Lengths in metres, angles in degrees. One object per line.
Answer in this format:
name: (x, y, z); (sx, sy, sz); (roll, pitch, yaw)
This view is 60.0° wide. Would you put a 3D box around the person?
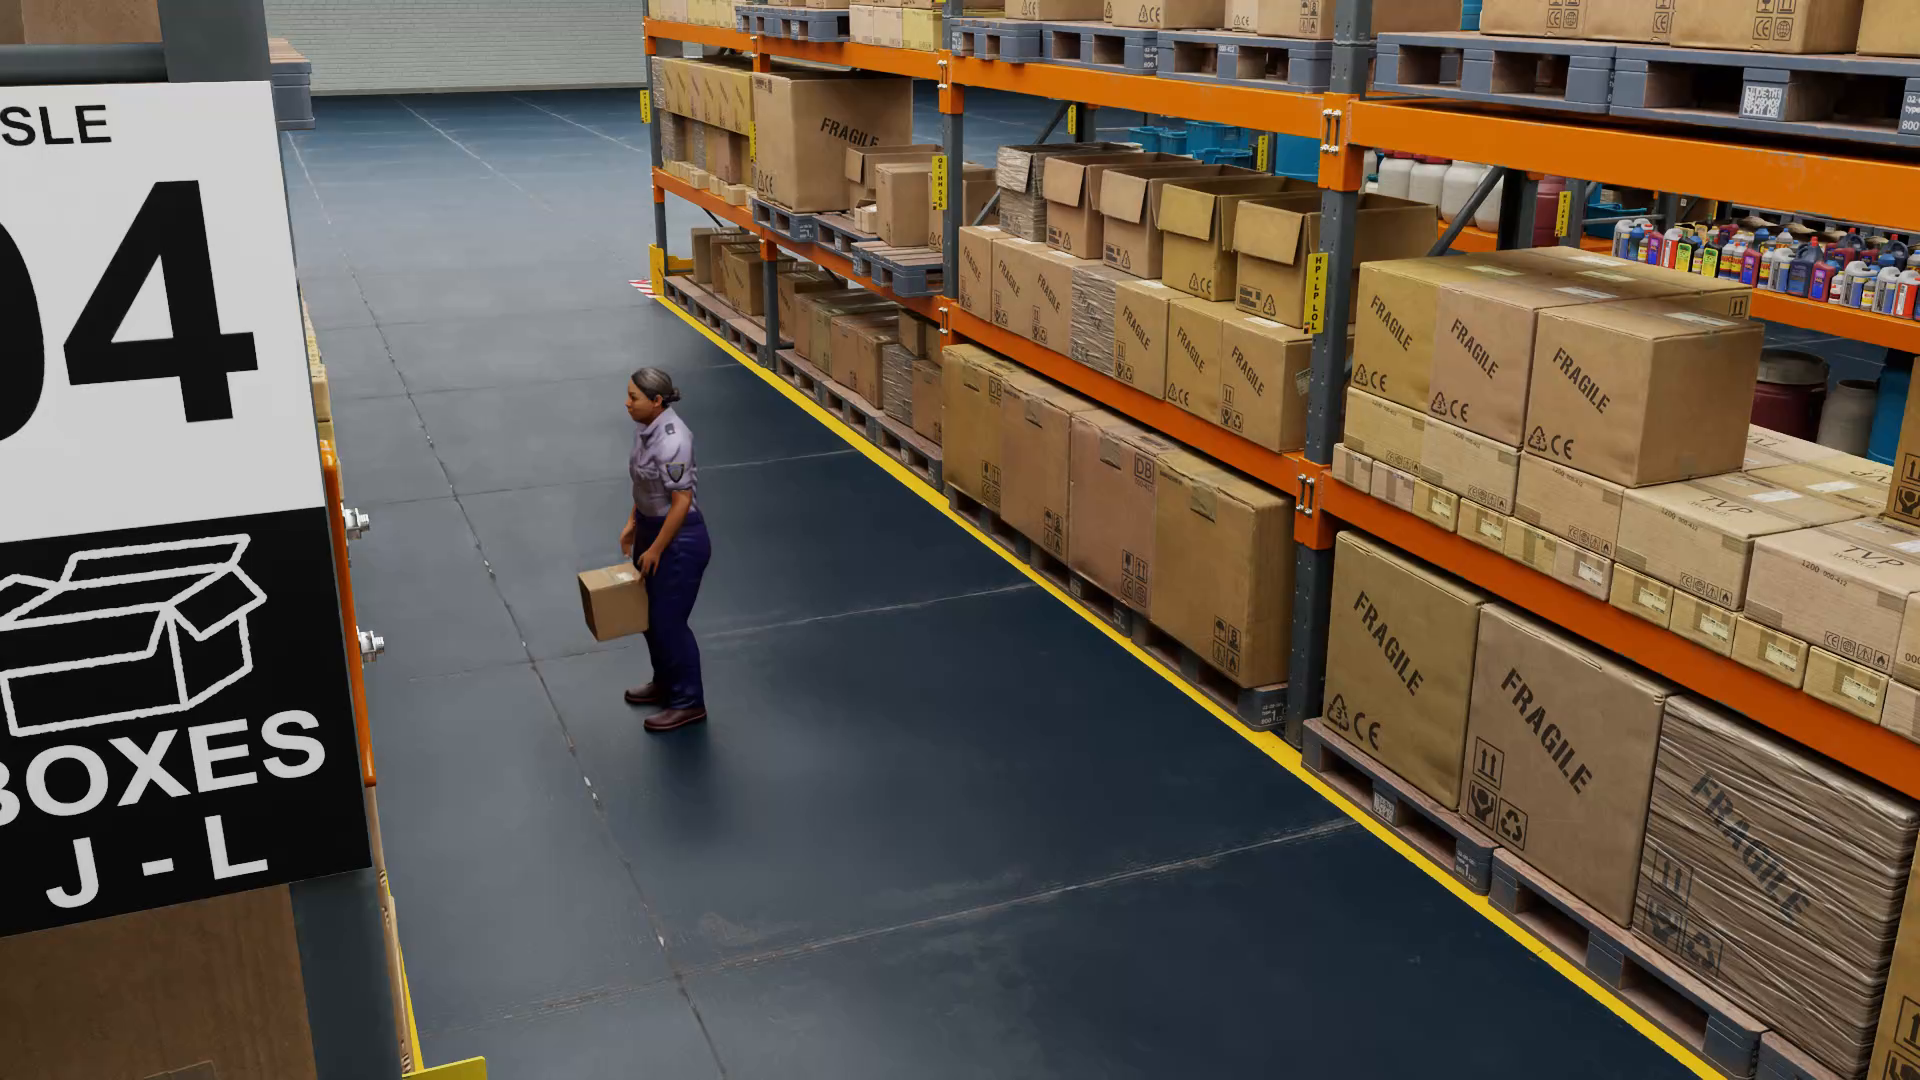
person: (-1.337, 0.016, 7.523); (0.370, 1.656, 0.522); (-8, 21, -23)
